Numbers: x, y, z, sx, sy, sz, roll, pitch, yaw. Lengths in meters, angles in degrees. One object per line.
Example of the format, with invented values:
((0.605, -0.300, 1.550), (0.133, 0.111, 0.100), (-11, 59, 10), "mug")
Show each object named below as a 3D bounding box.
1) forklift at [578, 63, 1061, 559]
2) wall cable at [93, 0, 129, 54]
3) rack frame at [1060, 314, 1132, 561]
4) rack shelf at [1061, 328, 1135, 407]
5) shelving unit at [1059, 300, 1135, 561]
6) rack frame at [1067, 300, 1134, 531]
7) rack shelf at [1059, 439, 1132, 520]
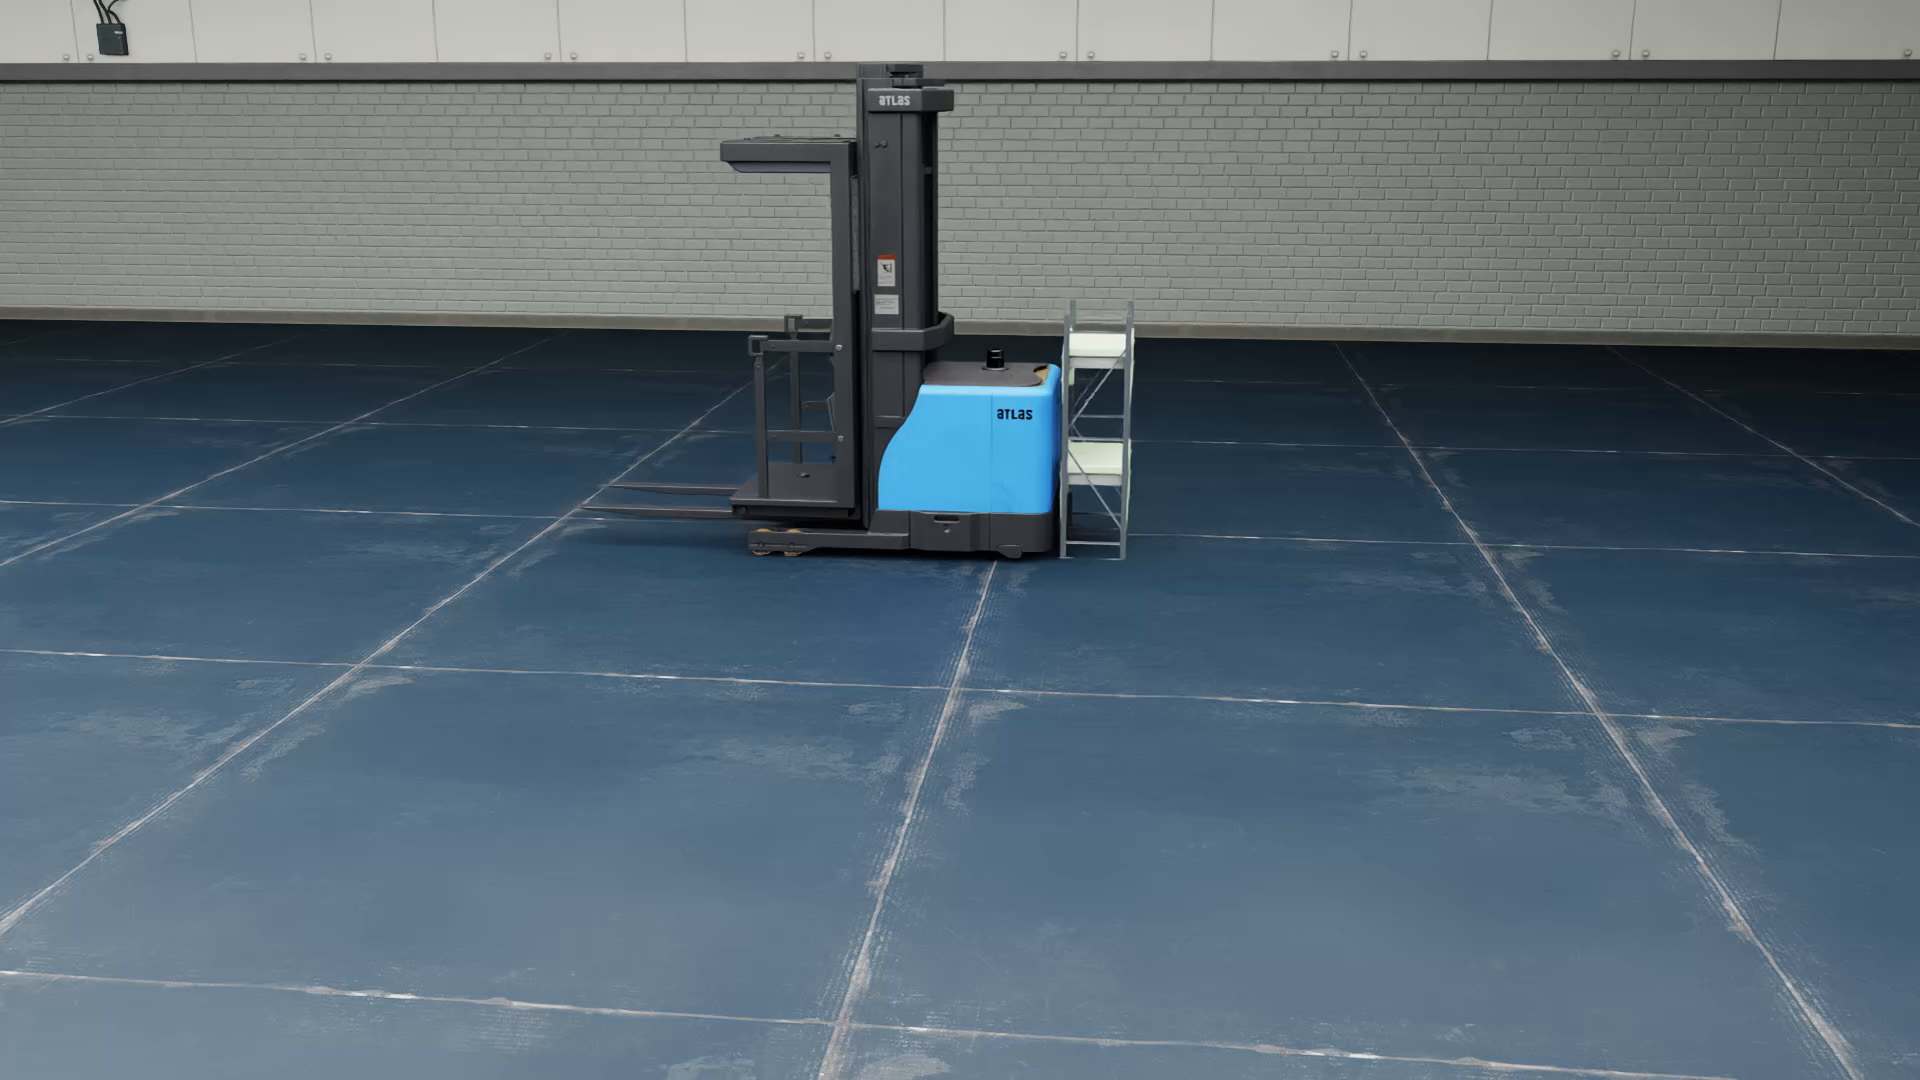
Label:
((-0.888, -1.448, 10.402), (3.031, 2.935, 1.130), (2, 15, 6), "forklift")
((-9.123, -8.673, 18.980), (2.305, 6.003, 0.169), (2, 15, 6), "wall cable")
((0.816, -0.605, 10.025), (0.400, 1.500, 0.023), (2, 15, 6), "rack frame")
((0.859, -1.076, 10.274), (0.431, 0.370, 0.720), (2, 15, 6), "rack shelf")
((0.859, -0.700, 10.376), (0.431, 1.500, 0.755), (2, 15, 6), "shelving unit")
((0.901, -0.794, 10.727), (0.400, 1.500, 0.023), (2, 15, 6), "rack frame")
((0.859, -0.385, 10.461), (0.431, 0.370, 0.720), (2, 15, 6), "rack shelf")
